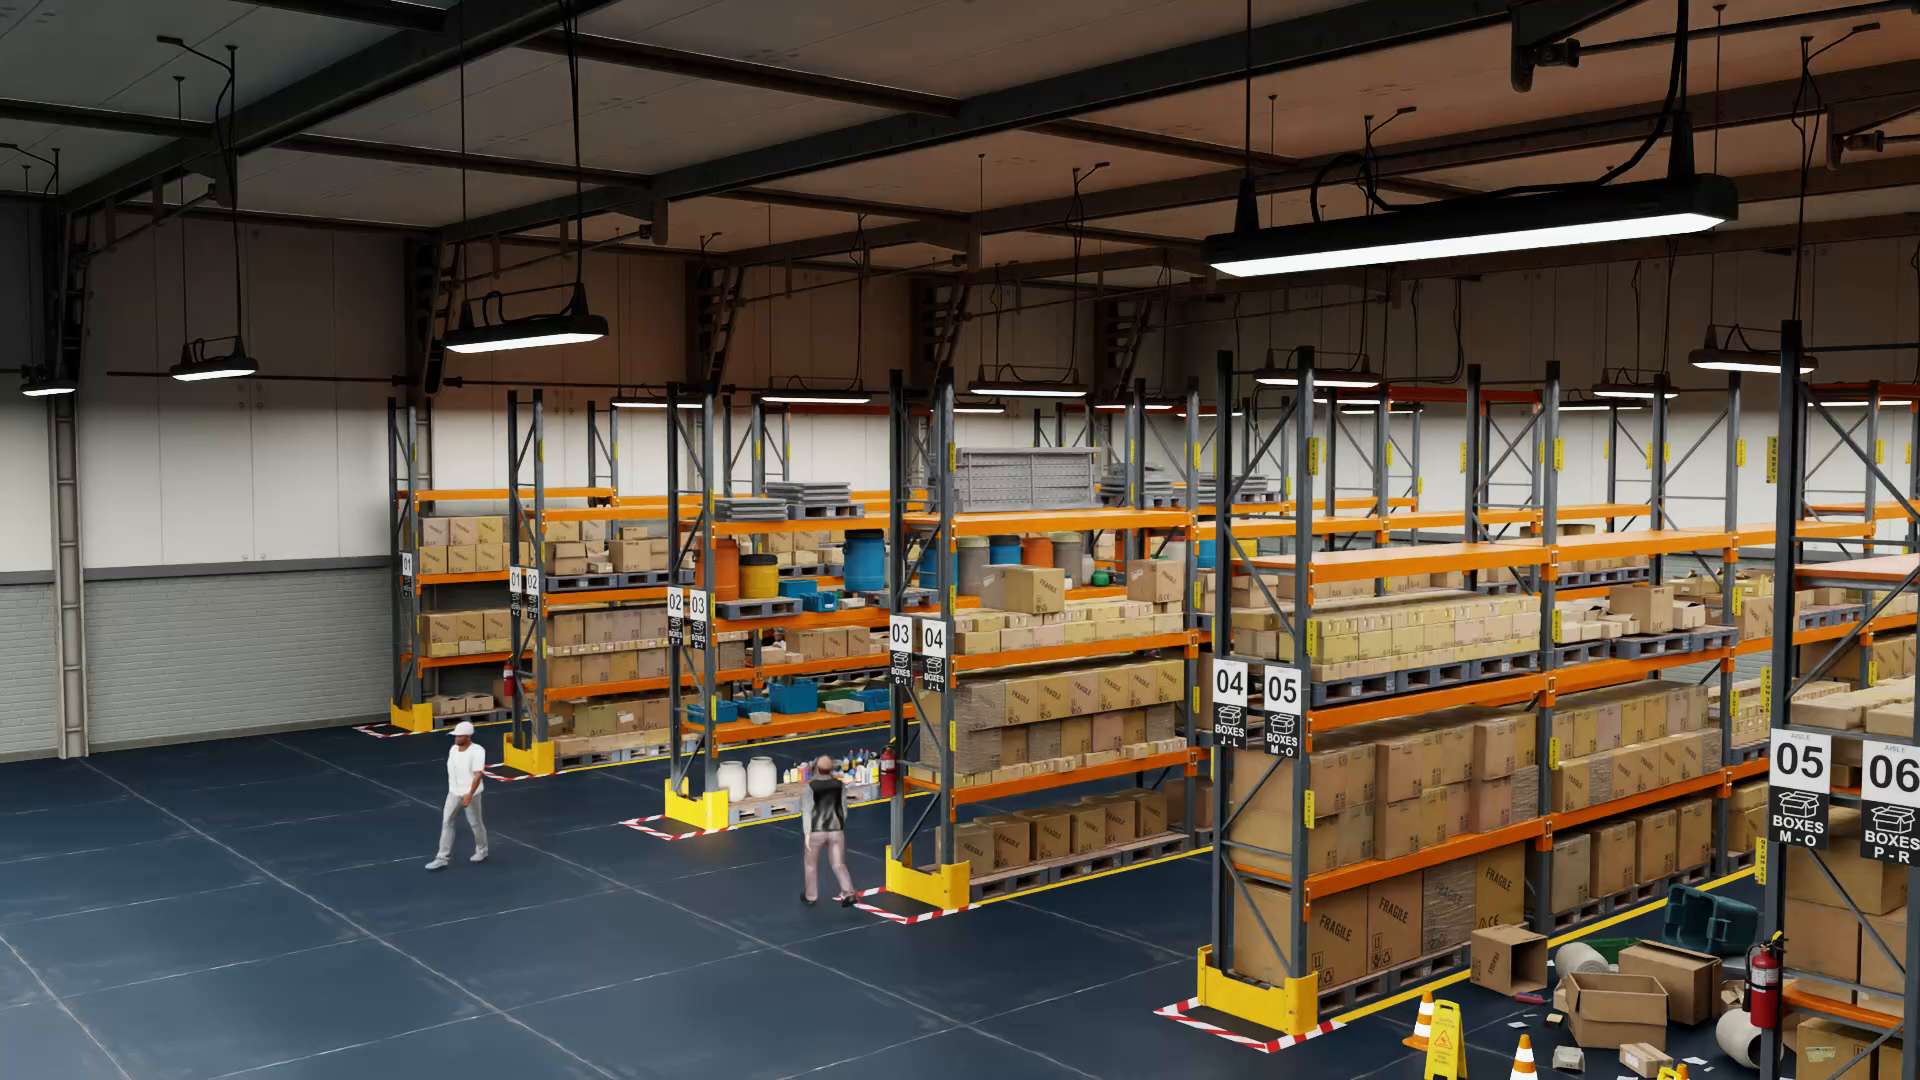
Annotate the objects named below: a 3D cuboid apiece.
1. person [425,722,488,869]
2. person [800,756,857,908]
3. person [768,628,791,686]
[{"bbox_3d":[-6.083,3.089,20.254,0.587,1.736,0.842,1,4,23],"label":"person"},{"bbox_3d":[-1.488,3.241,18.376,0.539,1.691,0.959,-2,4,-26],"label":"person"},{"bbox_3d":[-3.456,2.485,31.515,0.513,1.638,0.870,2,4,35],"label":"person"}]
